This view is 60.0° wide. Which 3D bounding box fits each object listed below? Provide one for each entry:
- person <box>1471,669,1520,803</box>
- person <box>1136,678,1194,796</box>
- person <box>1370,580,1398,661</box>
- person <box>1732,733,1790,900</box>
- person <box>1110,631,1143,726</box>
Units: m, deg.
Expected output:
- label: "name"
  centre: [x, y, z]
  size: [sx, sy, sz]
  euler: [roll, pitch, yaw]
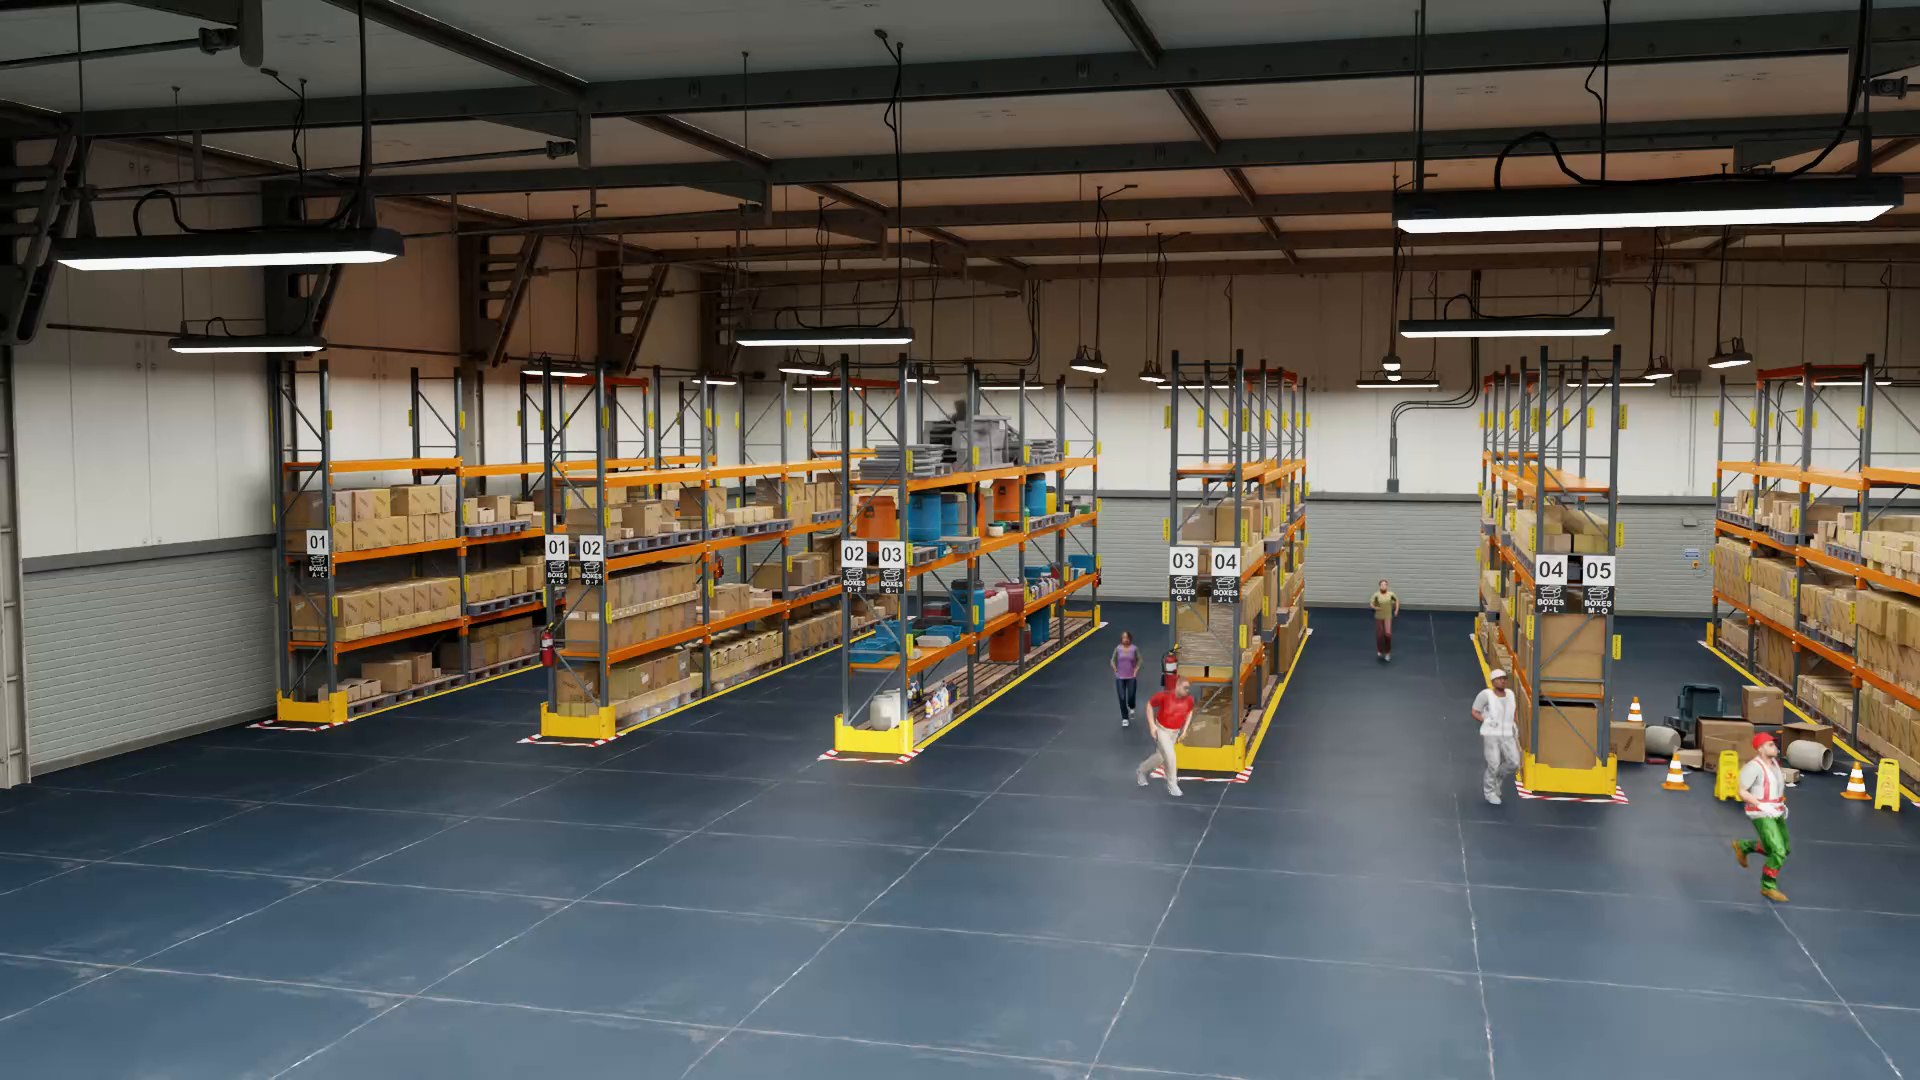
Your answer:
- label: "person"
  centre: [7.063, 2.569, 21.757]
  size: [0.687, 1.748, 0.585]
  euler: [-1, 4, -10]
- label: "person"
  centre: [2.762, 2.609, 22.508]
  size: [0.660, 1.607, 0.995]
  euler: [-2, 5, -28]
- label: "person"
  centre: [8.882, 1.682, 34.837]
  size: [0.592, 1.719, 0.698]
  euler: [1, 4, 12]
- label: "person"
  centre: [8.454, 2.886, 17.575]
  size: [0.676, 1.725, 0.675]
  euler: [-3, 5, -36]
- label: "person"
  centre: [2.720, 2.267, 27.255]
  size: [0.532, 1.550, 0.551]
  euler: [1, 4, 10]
